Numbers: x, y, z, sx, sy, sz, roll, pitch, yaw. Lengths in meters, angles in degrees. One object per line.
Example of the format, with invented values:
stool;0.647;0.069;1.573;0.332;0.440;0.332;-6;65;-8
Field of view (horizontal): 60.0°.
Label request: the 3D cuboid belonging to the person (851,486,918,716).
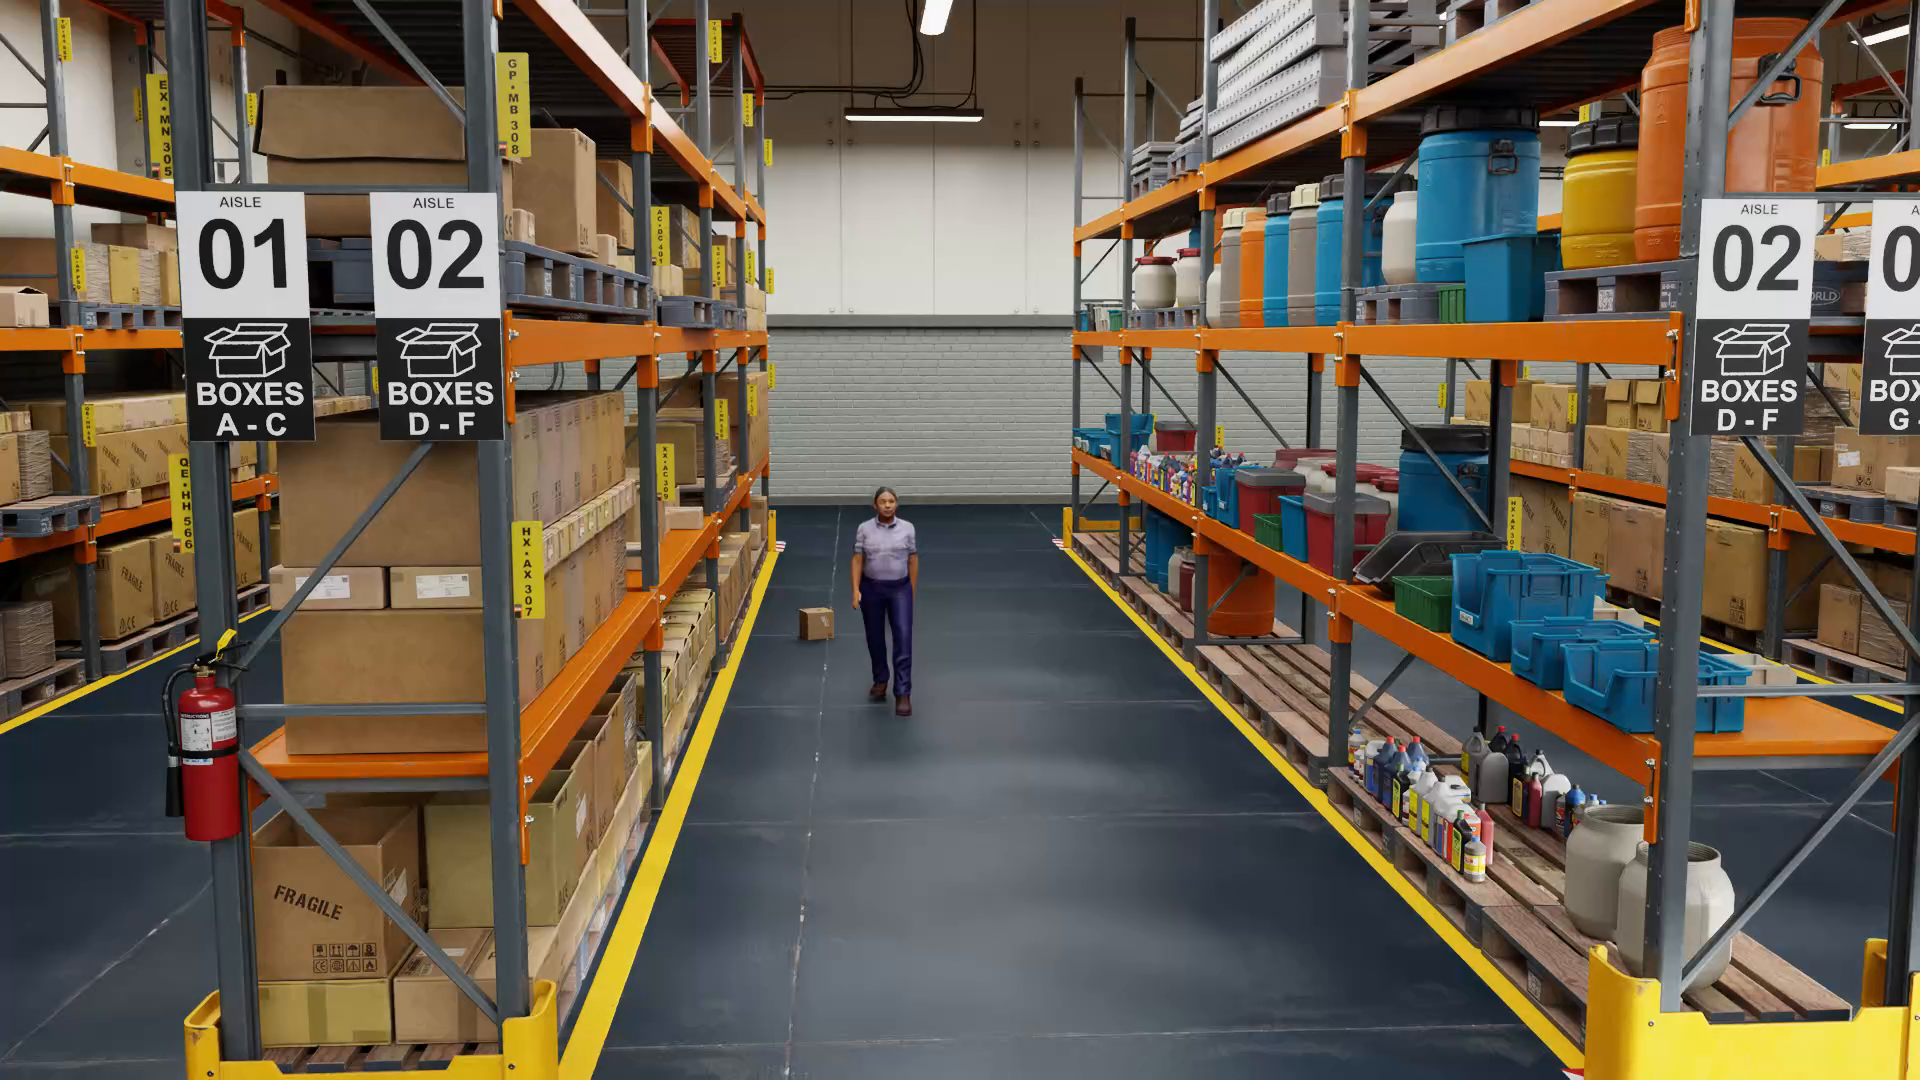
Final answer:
person;-0.560;0.416;12.303;0.500;1.613;0.907;0;7;-1
